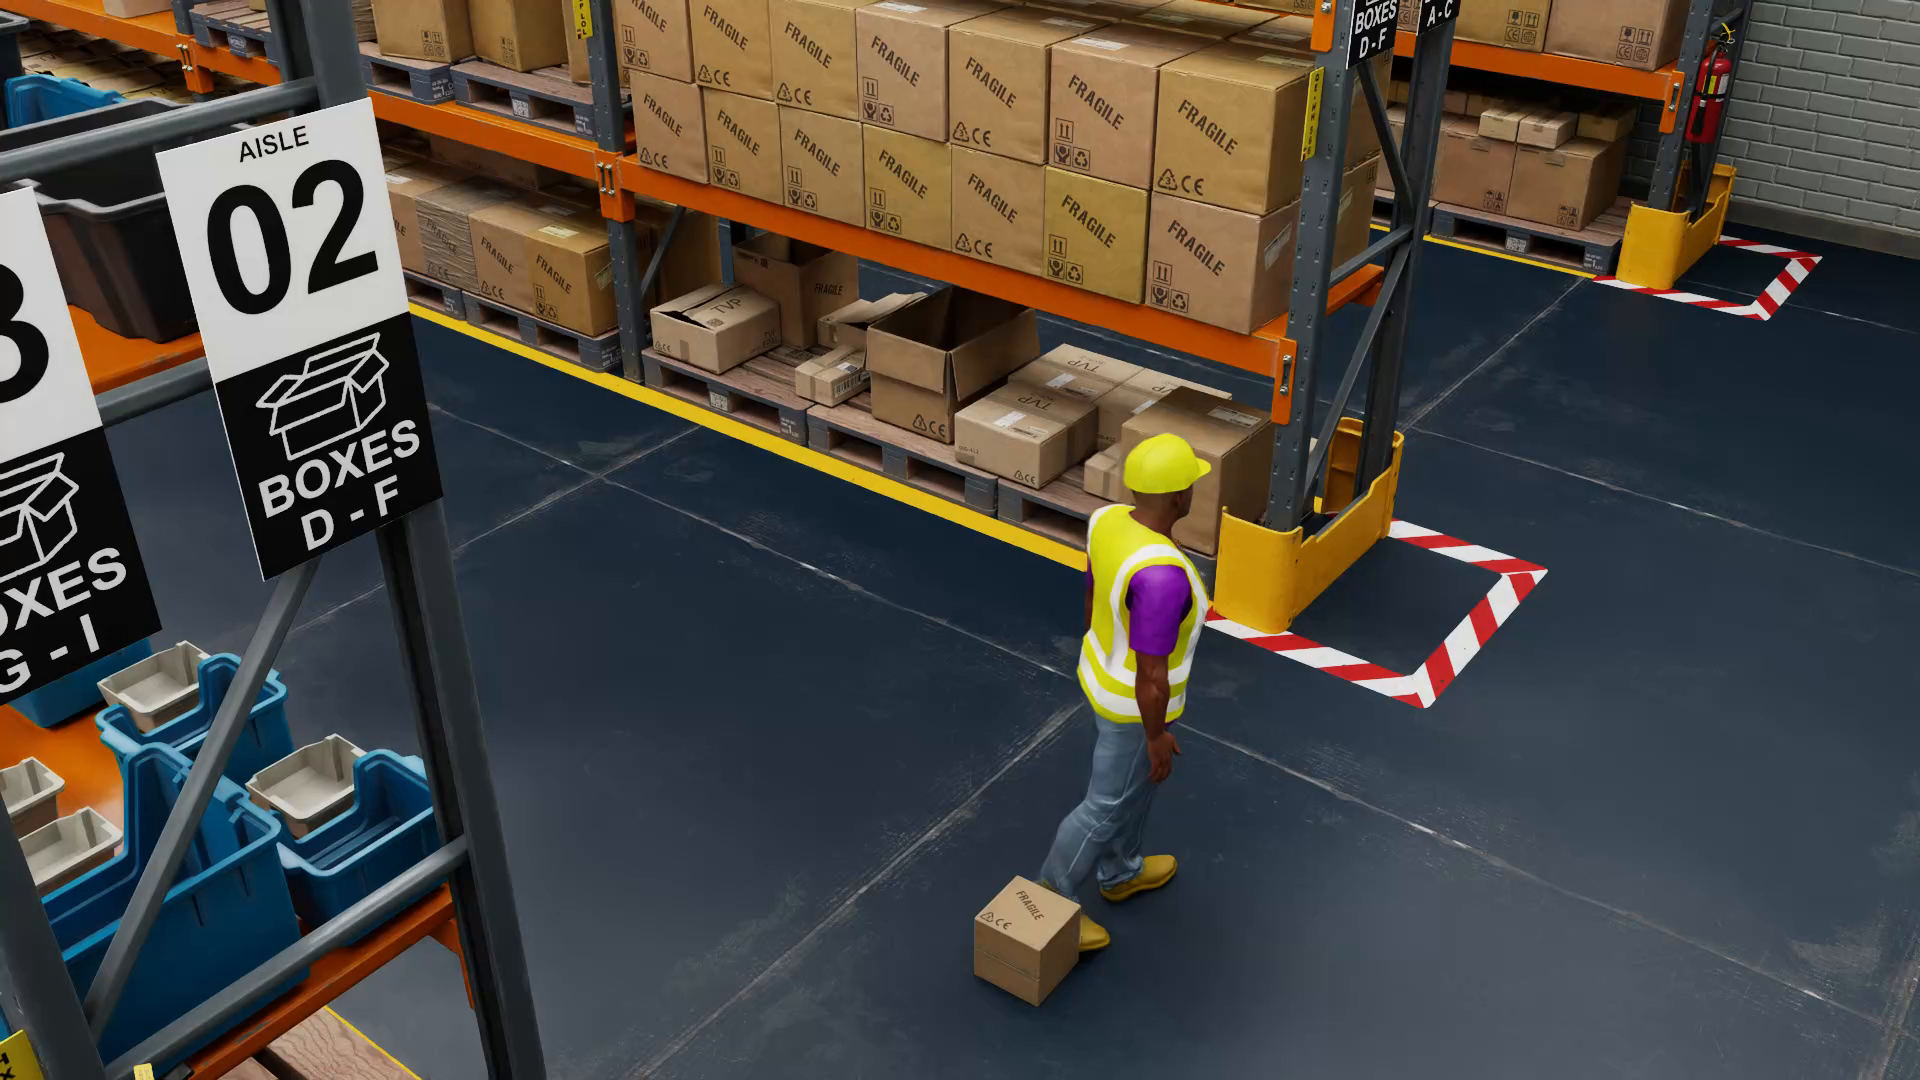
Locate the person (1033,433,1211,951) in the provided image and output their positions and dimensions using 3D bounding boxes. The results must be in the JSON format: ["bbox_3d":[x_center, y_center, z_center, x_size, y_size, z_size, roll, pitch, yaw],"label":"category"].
[{"bbox_3d":[-6.314,-1.369,8.419,12.855,1.757,9.965,-5,31,-8],"label":"person"}]
